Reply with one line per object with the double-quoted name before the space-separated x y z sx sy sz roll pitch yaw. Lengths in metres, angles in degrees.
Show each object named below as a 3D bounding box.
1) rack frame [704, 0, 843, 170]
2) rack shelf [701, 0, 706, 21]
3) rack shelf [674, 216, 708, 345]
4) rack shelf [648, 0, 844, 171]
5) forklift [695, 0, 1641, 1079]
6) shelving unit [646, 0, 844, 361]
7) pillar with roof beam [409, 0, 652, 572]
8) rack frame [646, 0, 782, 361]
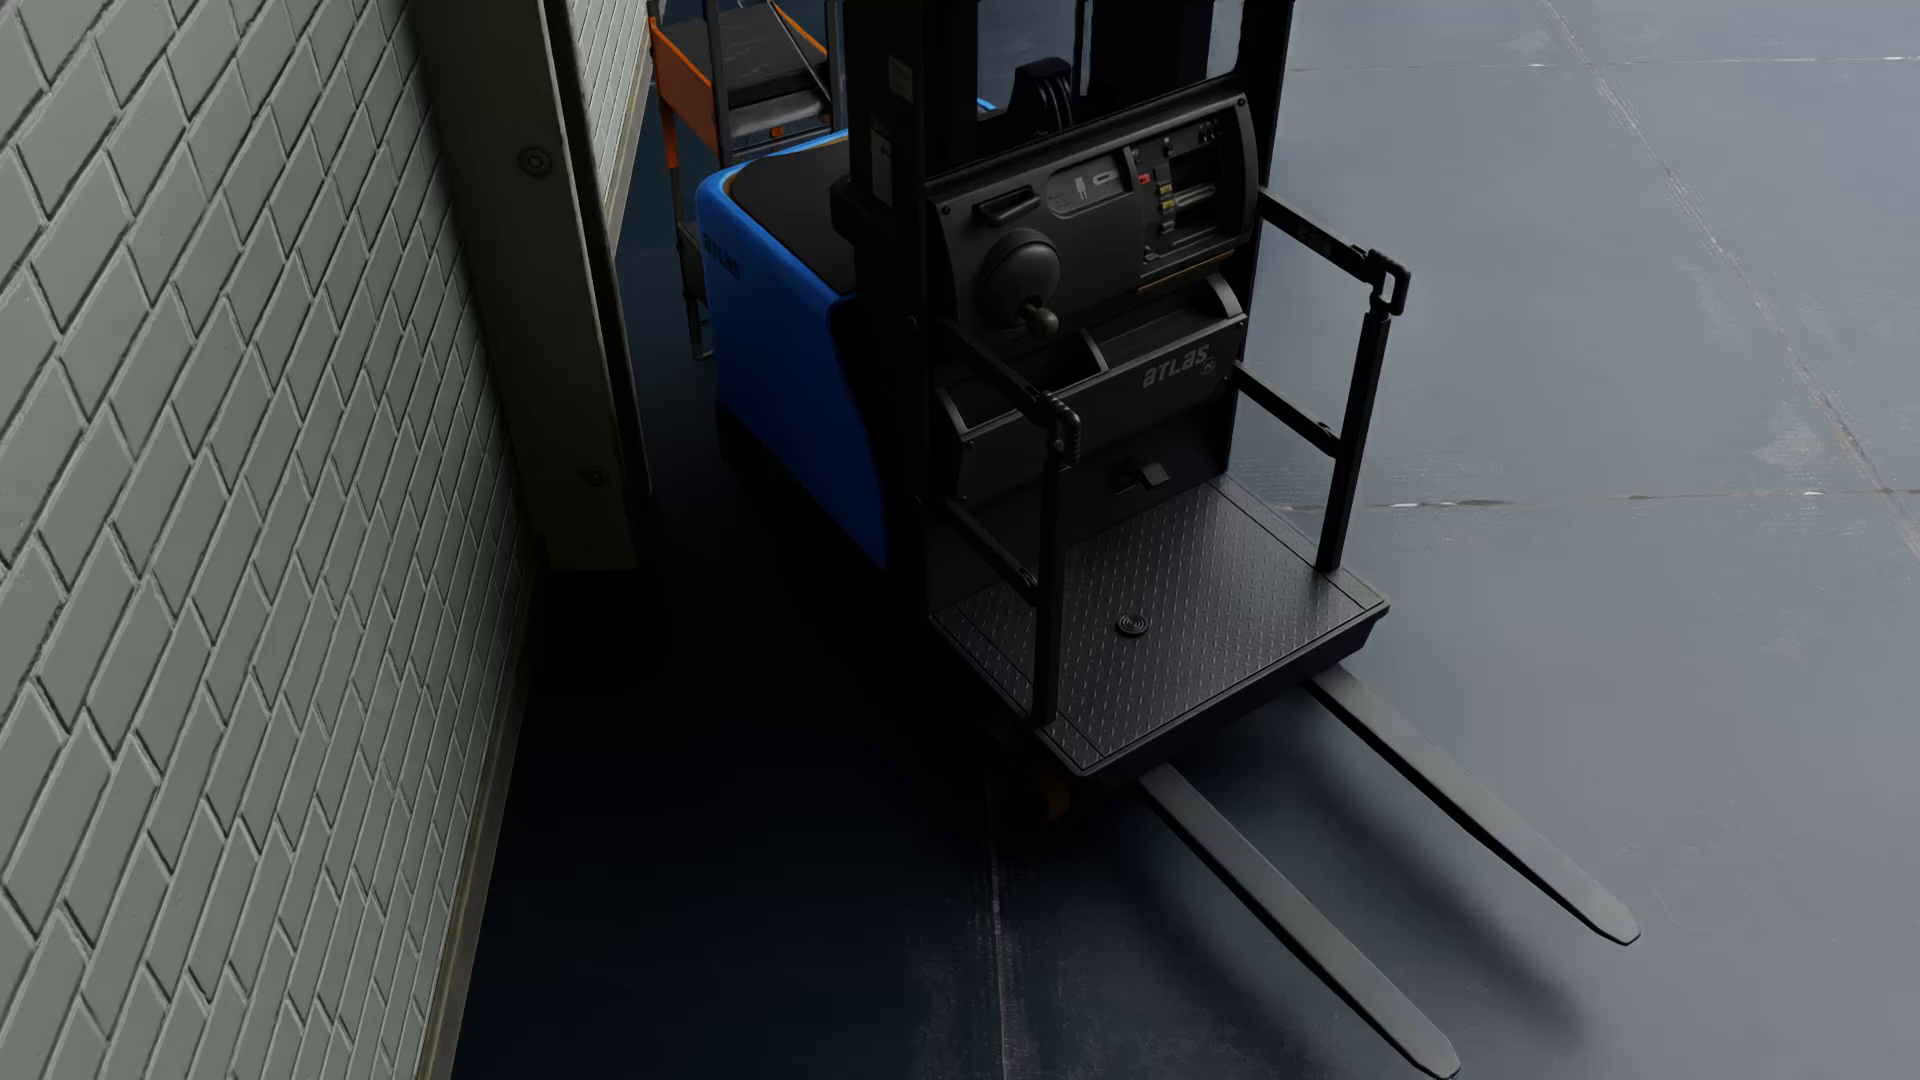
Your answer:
"rack frame" -0.533 -1.200 5.005 0.400 2.100 0.015 -21 47 -22
"rack shelf" -0.655 -1.848 4.697 0.431 0.518 0.480 -21 47 -22
"rack shelf" -0.655 -0.816 5.643 0.431 0.518 0.480 -21 47 -22
"rack shelf" -0.655 -1.332 5.170 0.431 0.518 0.480 -21 47 -22
"forklift" 0.467 -0.702 3.847 1.130 2.935 3.031 -25 48 -25
"shelving unit" -0.655 -1.342 5.161 0.431 2.100 0.503 -21 47 -22
"pillar with roof beam" 3.147 -3.481 2.388 9.100 9.000 0.400 -2 43 -2
"rack frame" -0.778 -1.485 5.316 0.400 2.100 0.015 -21 47 -22
